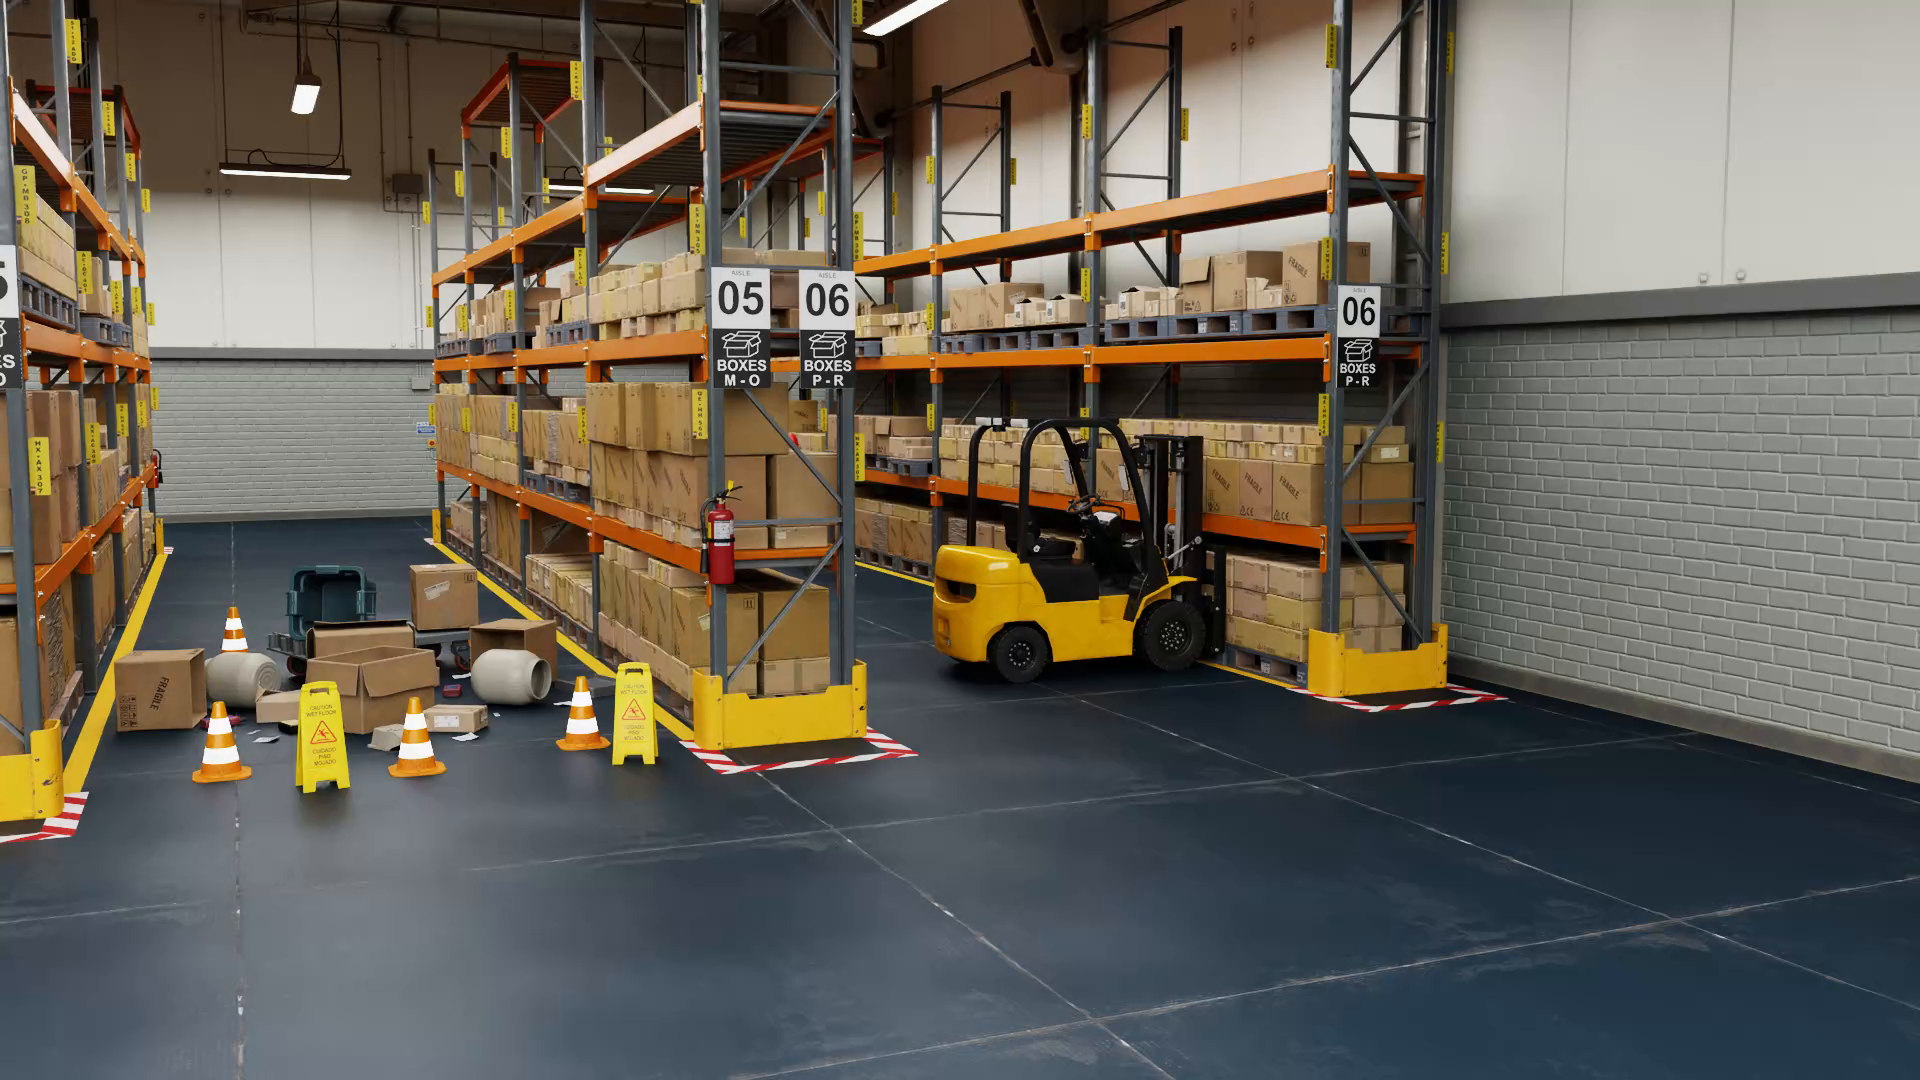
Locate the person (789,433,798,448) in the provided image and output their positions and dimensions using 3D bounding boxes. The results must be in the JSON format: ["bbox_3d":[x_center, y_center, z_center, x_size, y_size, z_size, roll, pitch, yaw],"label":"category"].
[{"bbox_3d":[-2.279,-0.545,22.218,0.572,1.780,0.714,-2,6,-25],"label":"person"}]
